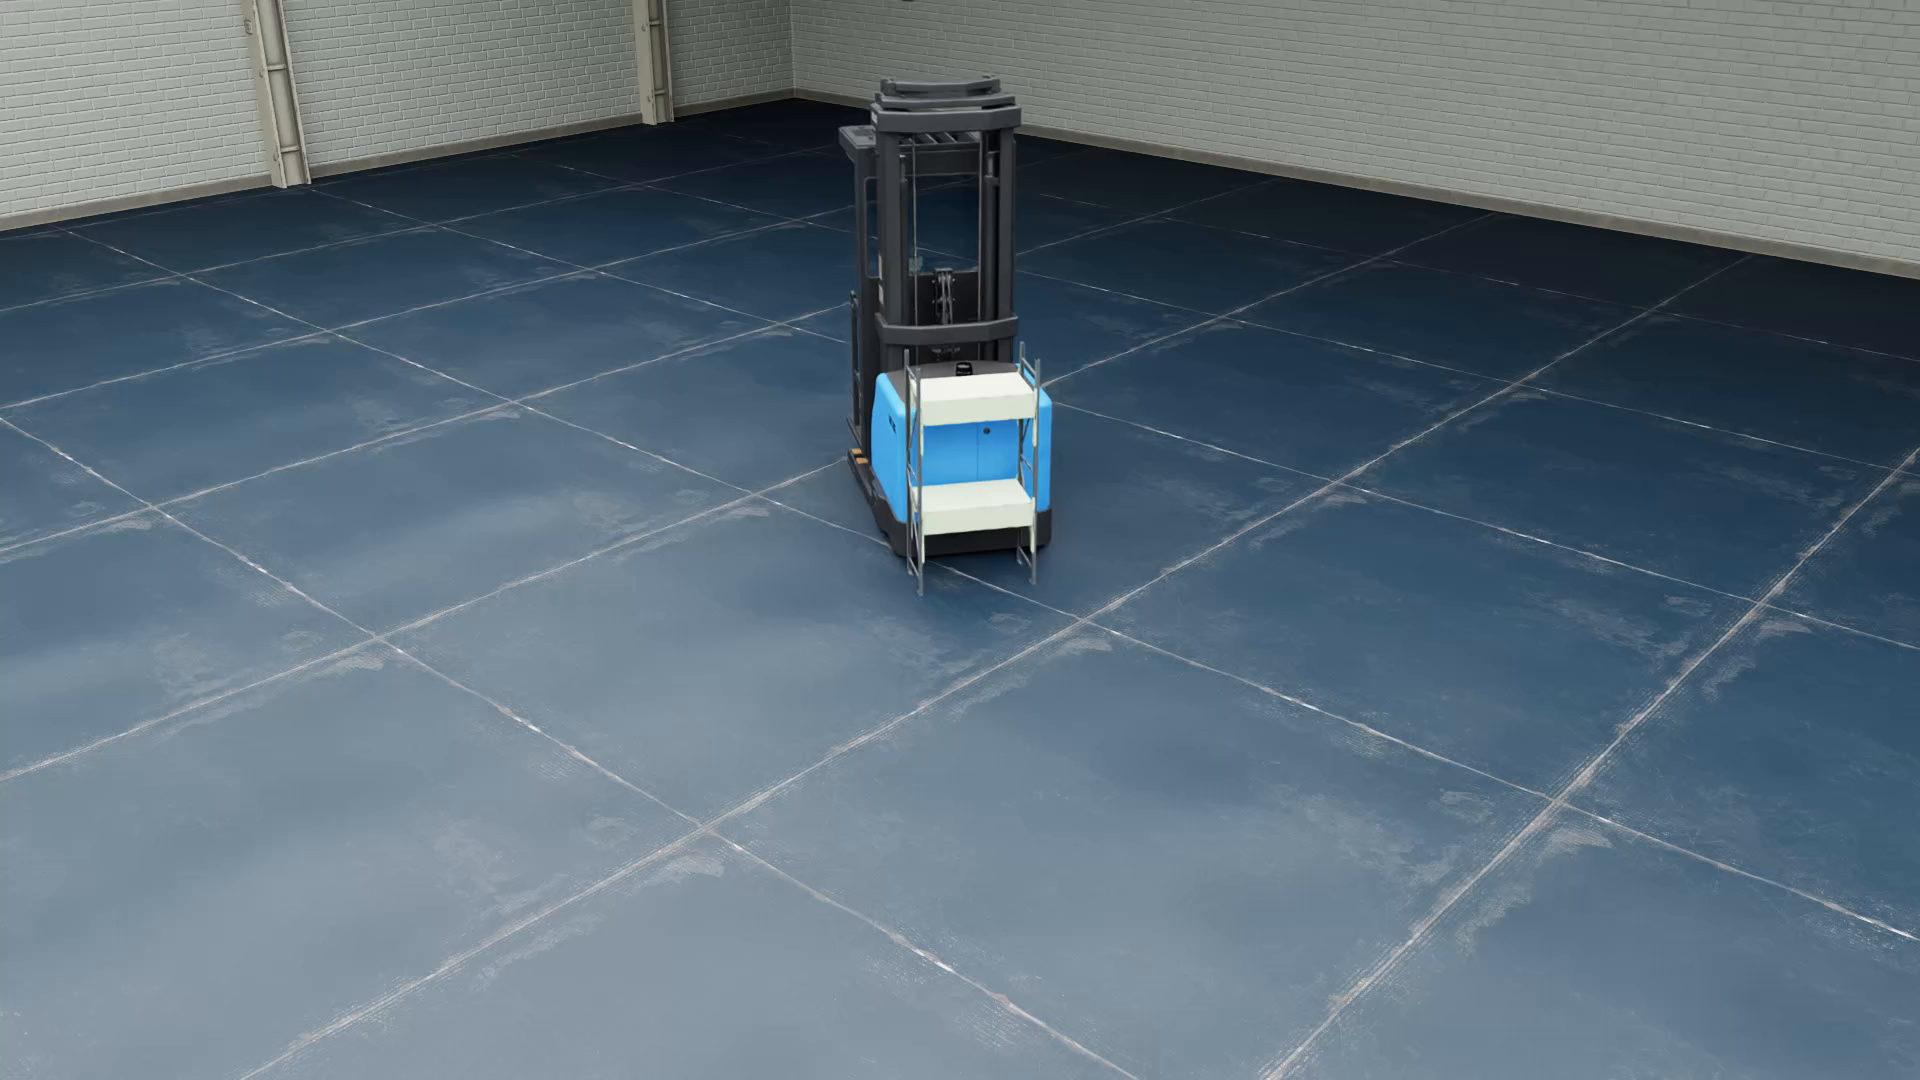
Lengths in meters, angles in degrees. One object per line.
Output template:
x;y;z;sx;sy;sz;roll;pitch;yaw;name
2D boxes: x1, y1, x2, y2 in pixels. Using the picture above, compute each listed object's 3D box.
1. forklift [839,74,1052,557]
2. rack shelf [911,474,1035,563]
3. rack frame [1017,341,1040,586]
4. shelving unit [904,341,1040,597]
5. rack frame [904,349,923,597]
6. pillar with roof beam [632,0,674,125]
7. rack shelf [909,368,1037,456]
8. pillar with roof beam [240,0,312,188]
-0.219;-1.802;11.686;1.130;2.935;3.031;-5;25;-12;forklift
0.071;-0.139;10.524;0.720;0.370;0.431;-5;25;-12;rack shelf
0.428;-0.470;10.465;0.023;1.500;0.400;-5;25;-12;rack frame
0.071;-0.437;10.391;0.755;1.500;0.431;-5;25;-12;shelving unit
-0.286;-0.404;10.317;0.023;1.500;0.400;-5;25;-12;rack frame
-1.442;-9.366;21.140;9.100;9.000;0.400;20;31;38;pillar with roof beam
0.071;-0.793;10.231;0.720;0.370;0.431;-5;25;-12;rack shelf
-5.447;-7.538;17.062;9.100;9.000;0.400;20;31;38;pillar with roof beam
